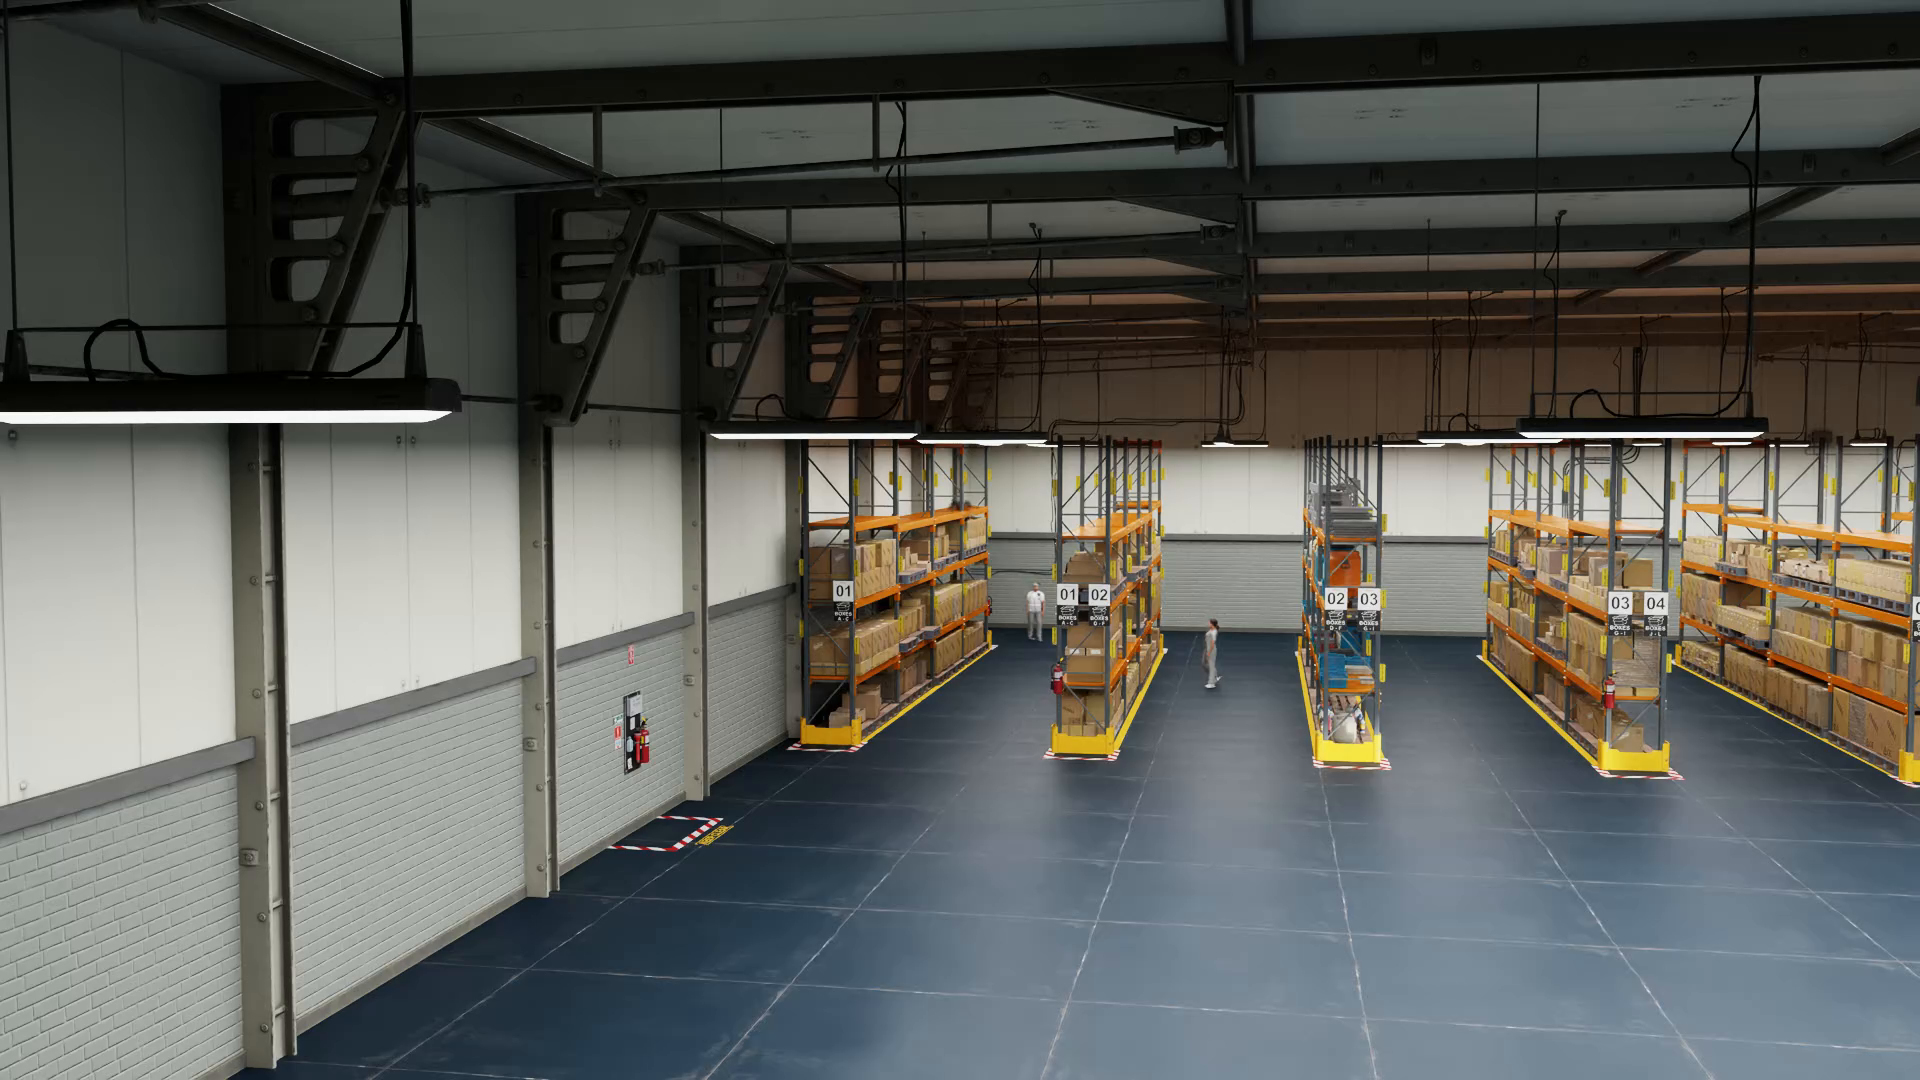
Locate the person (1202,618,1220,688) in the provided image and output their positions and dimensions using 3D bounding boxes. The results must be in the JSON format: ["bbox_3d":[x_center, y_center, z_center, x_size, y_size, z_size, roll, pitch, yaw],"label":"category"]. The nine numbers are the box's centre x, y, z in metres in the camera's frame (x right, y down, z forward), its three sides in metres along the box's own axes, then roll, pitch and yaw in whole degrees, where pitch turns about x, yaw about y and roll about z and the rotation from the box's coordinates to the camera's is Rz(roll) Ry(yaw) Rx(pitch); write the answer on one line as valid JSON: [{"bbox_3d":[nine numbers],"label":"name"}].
[{"bbox_3d":[6.074,2.712,40.181,0.436,1.670,0.539,0,3,-8],"label":"person"}]

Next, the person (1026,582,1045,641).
[{"bbox_3d":[2.273,2.152,50.068,0.560,1.787,0.543,-1,3,-10],"label":"person"}]
